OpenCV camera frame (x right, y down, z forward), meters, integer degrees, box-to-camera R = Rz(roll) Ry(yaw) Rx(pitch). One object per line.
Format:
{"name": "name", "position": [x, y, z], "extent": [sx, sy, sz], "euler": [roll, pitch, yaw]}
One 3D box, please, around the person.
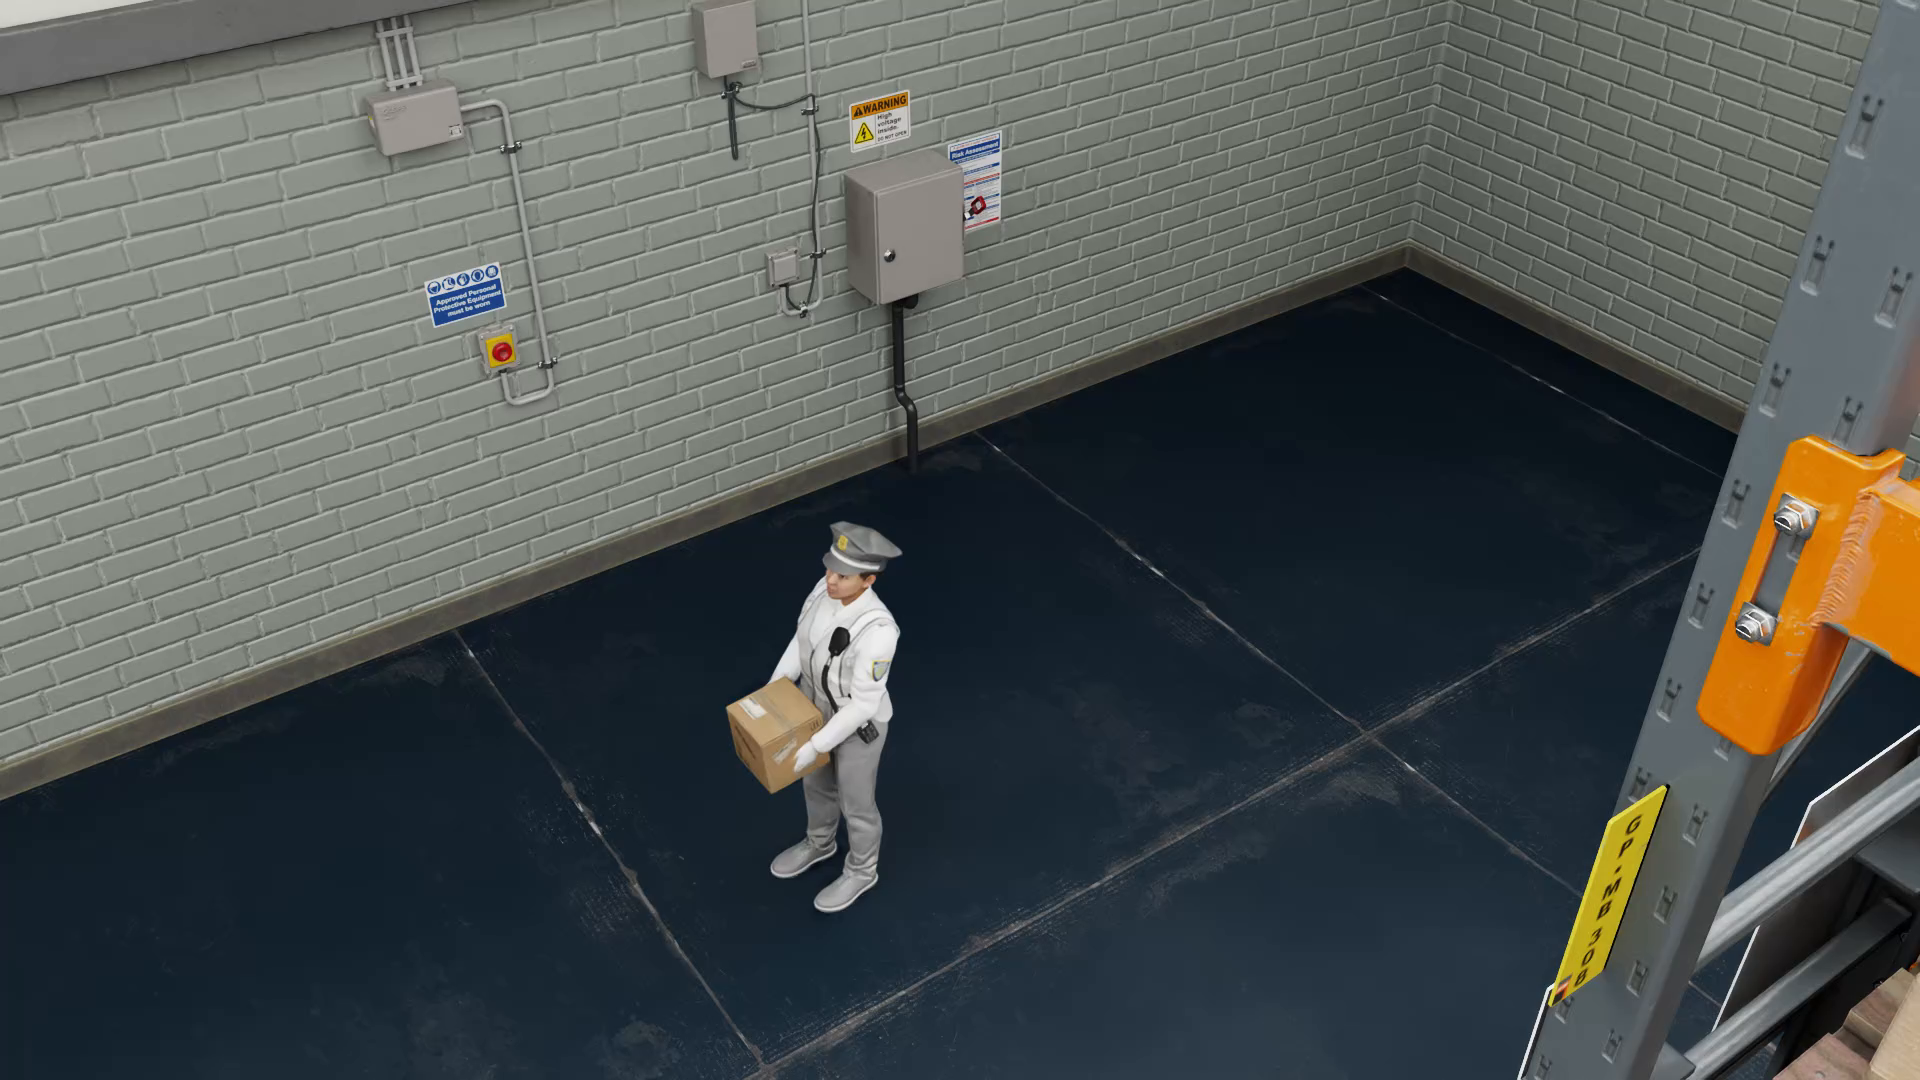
{"name": "person", "position": [-0.476, 0.691, 6.076], "extent": [0.502, 1.653, 0.492], "euler": [-23, 42, -27]}
